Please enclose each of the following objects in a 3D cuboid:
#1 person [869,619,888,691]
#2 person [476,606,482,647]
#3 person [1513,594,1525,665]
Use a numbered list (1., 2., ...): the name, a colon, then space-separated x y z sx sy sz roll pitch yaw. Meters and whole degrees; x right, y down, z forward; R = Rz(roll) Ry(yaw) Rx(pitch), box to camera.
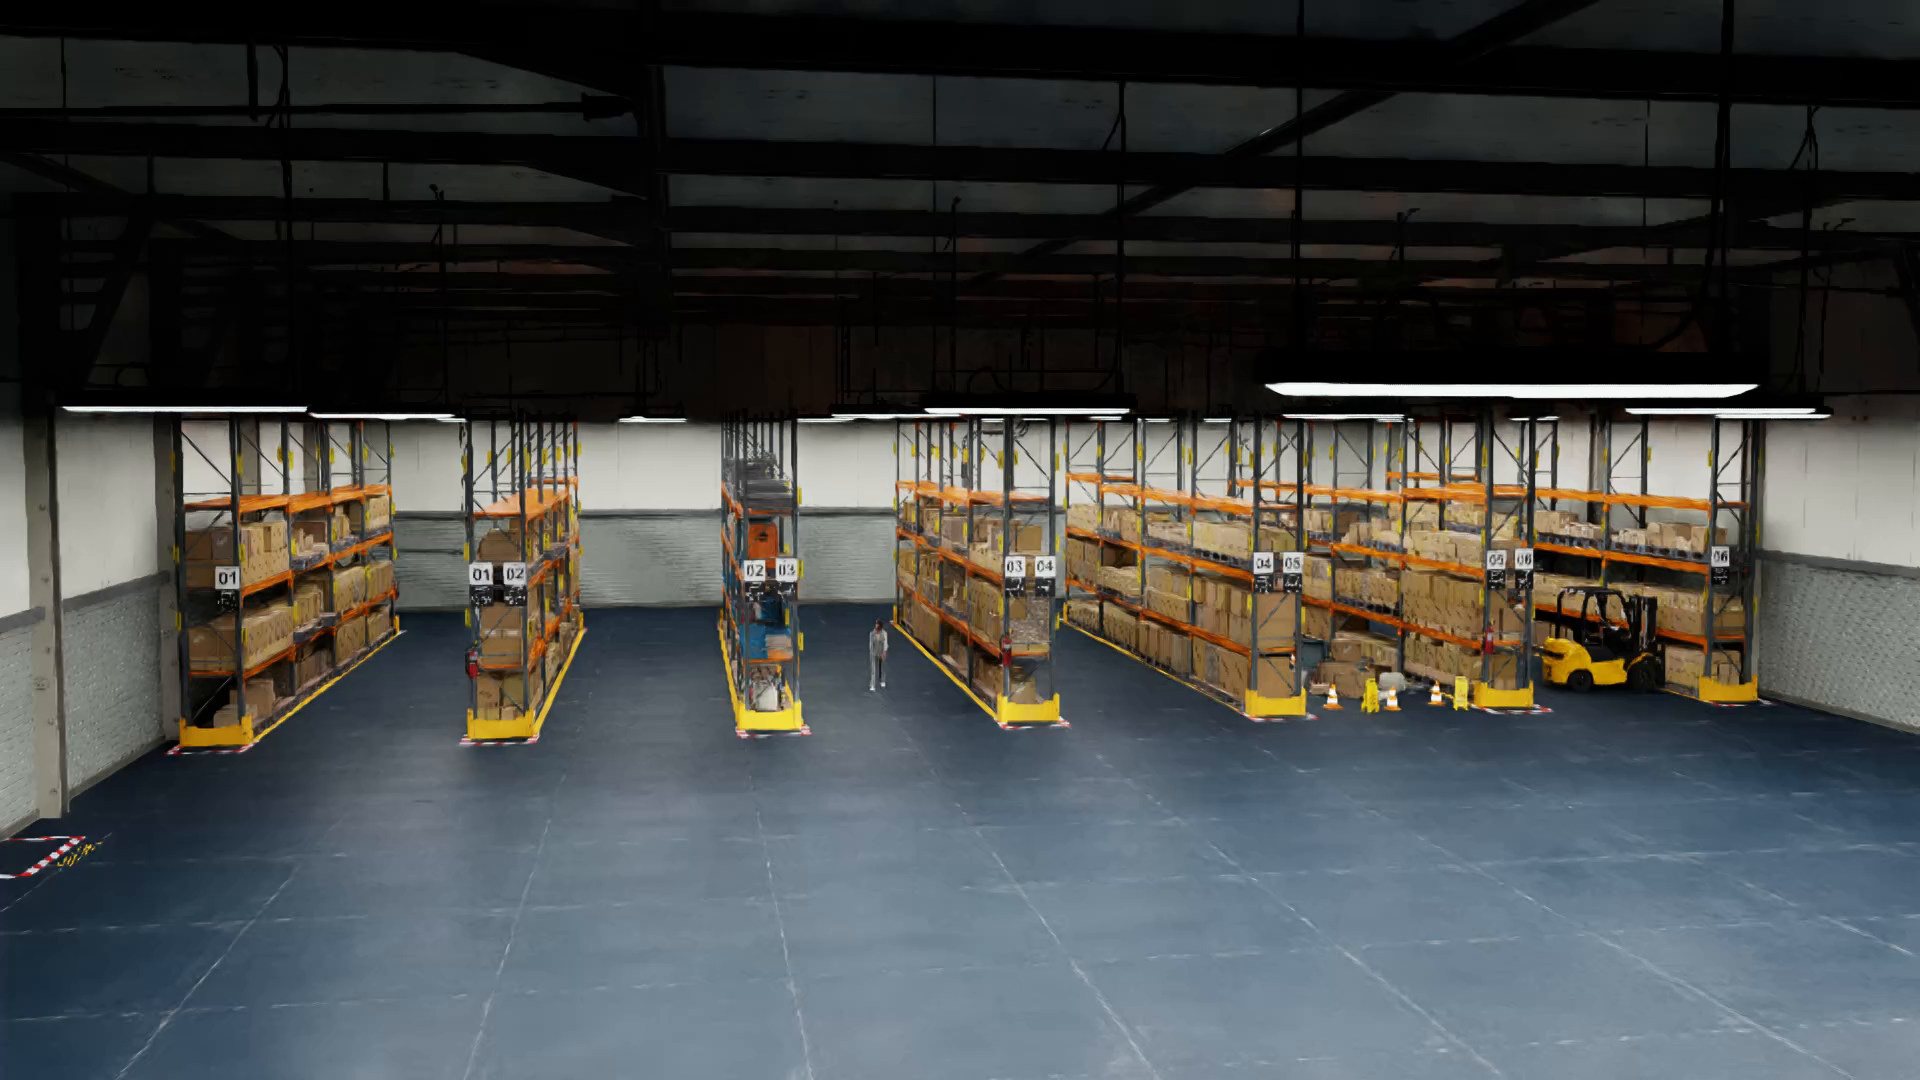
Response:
1. person: -1.744 2.450 35.736 0.407 1.533 0.962 0 4 -1
2. person: -12.064 1.955 42.453 0.639 1.632 0.506 -1 4 -10
3. person: 13.271 2.113 39.631 0.530 1.665 0.582 1 4 17
